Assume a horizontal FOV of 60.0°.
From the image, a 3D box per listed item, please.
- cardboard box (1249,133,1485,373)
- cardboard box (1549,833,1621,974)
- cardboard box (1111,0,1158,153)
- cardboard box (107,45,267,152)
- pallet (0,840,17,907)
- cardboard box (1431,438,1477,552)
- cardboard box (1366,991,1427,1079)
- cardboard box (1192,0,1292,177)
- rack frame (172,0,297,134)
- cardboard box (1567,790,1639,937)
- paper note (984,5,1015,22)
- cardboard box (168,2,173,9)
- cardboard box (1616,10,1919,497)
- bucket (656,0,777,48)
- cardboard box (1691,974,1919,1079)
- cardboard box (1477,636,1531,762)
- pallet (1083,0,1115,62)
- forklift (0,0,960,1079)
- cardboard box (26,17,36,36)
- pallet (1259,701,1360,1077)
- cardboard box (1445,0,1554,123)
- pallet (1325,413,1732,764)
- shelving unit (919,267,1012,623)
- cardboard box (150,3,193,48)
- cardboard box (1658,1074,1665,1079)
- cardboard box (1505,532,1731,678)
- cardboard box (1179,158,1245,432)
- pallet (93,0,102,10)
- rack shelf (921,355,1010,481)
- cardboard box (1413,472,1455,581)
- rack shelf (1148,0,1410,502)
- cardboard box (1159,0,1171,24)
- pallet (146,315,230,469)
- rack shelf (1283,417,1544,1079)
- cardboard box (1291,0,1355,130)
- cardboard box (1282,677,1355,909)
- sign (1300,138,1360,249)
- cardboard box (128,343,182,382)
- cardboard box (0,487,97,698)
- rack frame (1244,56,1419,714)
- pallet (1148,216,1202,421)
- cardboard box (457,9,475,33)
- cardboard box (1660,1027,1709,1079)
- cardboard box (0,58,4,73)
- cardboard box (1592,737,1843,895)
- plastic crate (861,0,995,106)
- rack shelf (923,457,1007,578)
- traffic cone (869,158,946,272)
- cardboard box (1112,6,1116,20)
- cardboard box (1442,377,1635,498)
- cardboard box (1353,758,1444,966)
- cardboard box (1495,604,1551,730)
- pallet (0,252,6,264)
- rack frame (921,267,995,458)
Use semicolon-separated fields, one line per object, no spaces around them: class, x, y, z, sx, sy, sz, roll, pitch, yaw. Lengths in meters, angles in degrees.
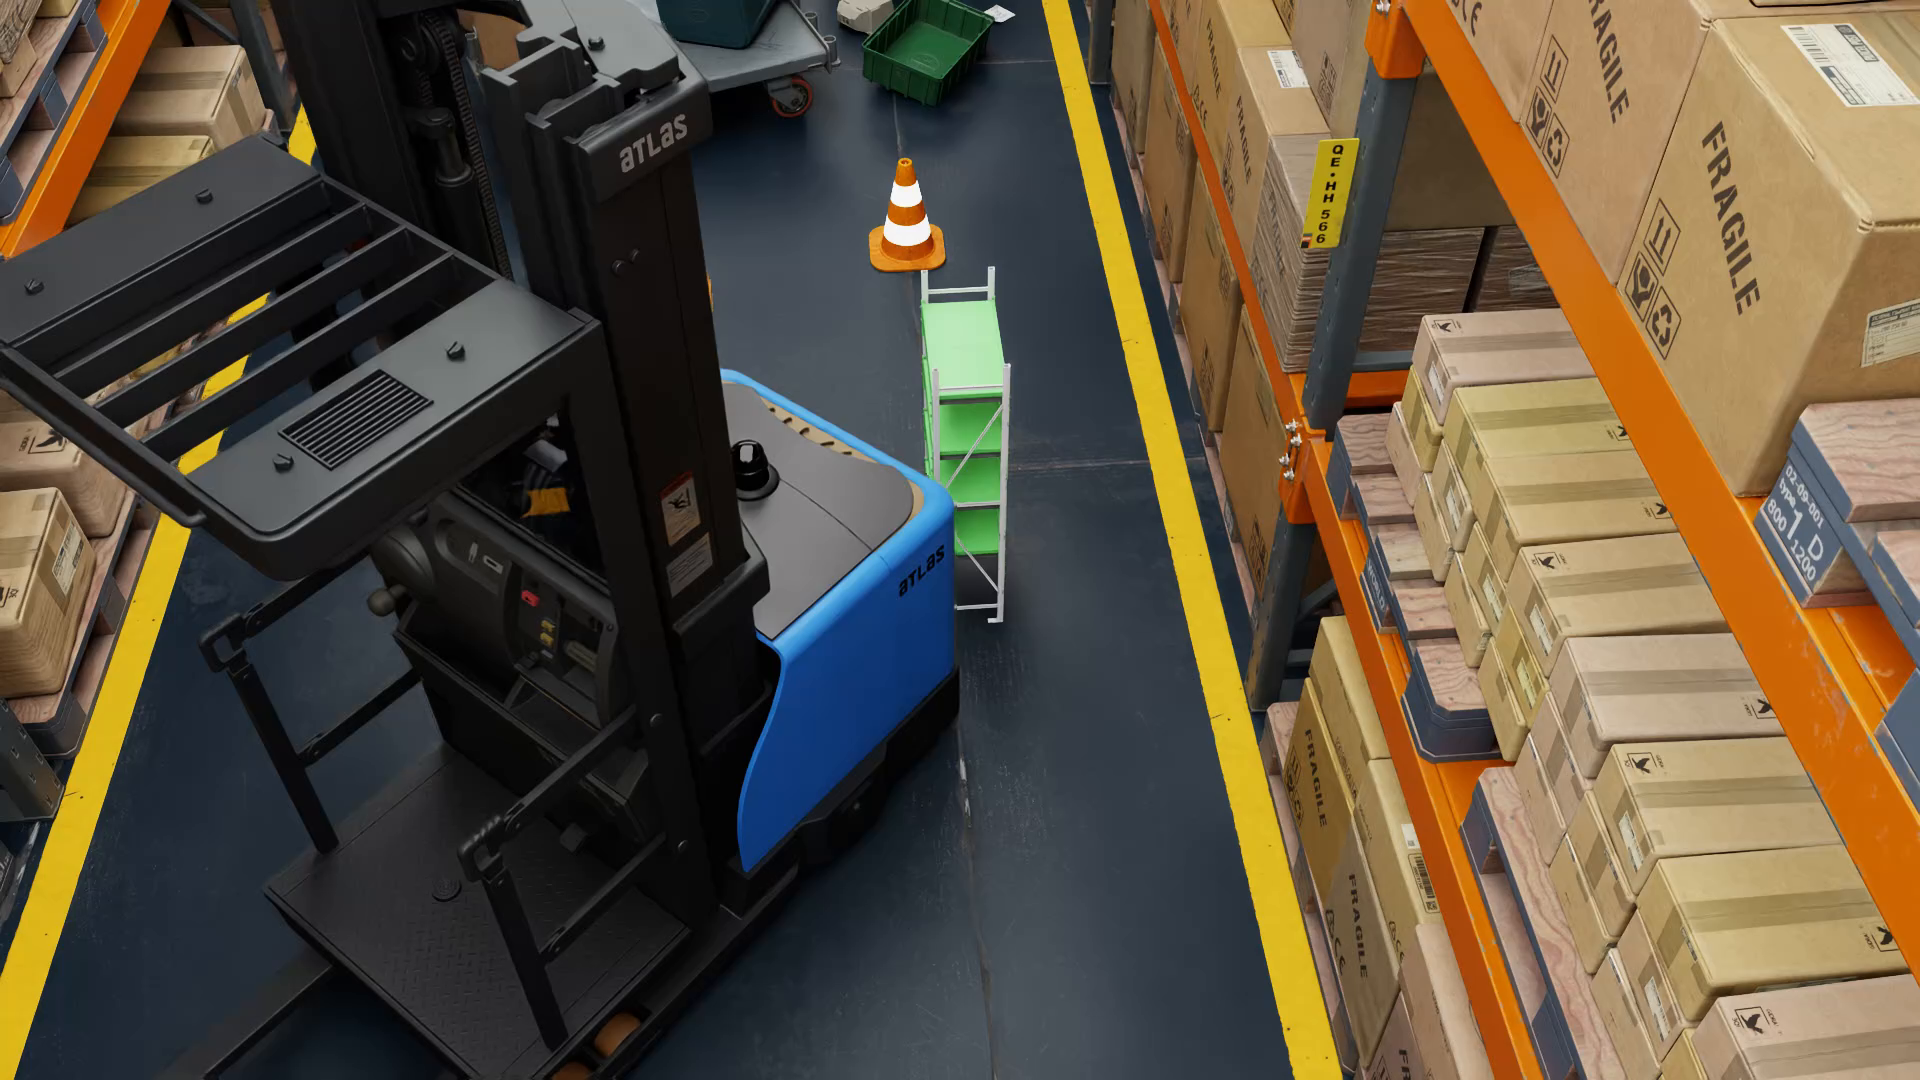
cardboard box;1.183;-0.856;4.926;0.500;0.500;0.500;-3;47;-3
cardboard box;1.438;0.725;3.381;0.380;0.149;0.250;-3;47;-3
cardboard box;1.295;-2.333;7.654;1.050;0.750;0.750;-4;47;-3
cardboard box;-3.724;-1.894;7.498;0.950;0.372;0.625;-3;47;-3
pallet;-3.445;1.396;4.783;1.003;0.211;1.213;-3;47;-3
cardboard box;1.353;-0.114;3.971;0.380;0.149;0.250;-1;47;-1
cardboard box;1.387;1.465;4.229;0.500;0.500;0.500;-5;47;-4
cardboard box;1.101;-1.579;5.610;0.500;0.500;0.500;-4;47;-4
rack frame;-3.771;-3.032;7.056;1.000;3.000;0.127;-3;47;-3
cardboard box;1.438;0.621;3.275;0.380;0.149;0.250;-4;47;-4
paper note;0.195;-2.817;8.896;0.147;0.020;0.142;-36;56;-29
cardboard box;-4.088;-2.901;8.019;0.500;0.500;0.500;-4;47;-4
cardboard box;1.367;-0.426;2.453;0.500;0.500;0.500;-3;47;-3
bucket;-1.155;-2.762;8.007;0.726;0.611;0.620;11;58;10
cardboard box;1.487;0.898;2.808;0.380;0.149;0.250;-5;47;-5
cardboard box;1.394;0.350;3.736;0.380;0.149;0.250;-2;47;-1
pallet;1.168;-3.002;8.948;1.003;0.211;1.213;-3;47;-3
forklift;-1.309;0.214;4.028;1.130;2.935;3.031;30;53;25
cardboard box;-3.462;-1.799;5.772;0.380;0.149;0.250;-5;47;-5
pallet;1.552;1.012;5.146;1.003;0.211;1.213;-3;47;-3
cardboard box;1.271;-1.149;3.137;0.500;0.500;0.500;-3;47;-3
pallet;1.654;0.063;4.257;1.213;0.211;1.003;-3;47;-3
shelving unit;0.014;-0.293;5.701;0.258;1.200;0.503;-3;47;-3
cardboard box;-4.088;-2.643;8.291;0.500;0.250;0.500;-2;47;-1
cardboard box;1.480;1.106;3.020;0.380;0.149;0.250;-2;47;-2
cardboard box;1.397;0.135;3.530;0.380;0.149;0.250;-5;47;-5
cardboard box;1.450;-0.961;6.355;1.050;0.750;0.750;-3;47;-3
pallet;-3.852;-2.405;6.593;1.003;0.211;1.213;-3;47;-3
rack shelf;0.014;-0.414;5.573;0.258;0.148;0.480;-3;47;-3
cardboard box;1.347;-0.040;4.106;0.380;0.149;0.250;-1;47;-1
rack shelf;1.321;-1.712;6.301;1.077;0.370;4.000;-3;47;-3
cardboard box;1.012;-2.317;6.309;0.500;0.500;0.500;-4;47;-4
pallet;-3.599;-0.625;6.697;1.003;0.211;1.213;-3;47;-3
rack shelf;1.656;1.182;3.560;1.077;0.370;4.000;-3;47;-3
cardboard box;1.417;-1.582;4.924;0.700;0.500;0.500;-4;47;-4
cardboard box;1.293;0.730;4.925;0.500;0.500;0.500;-5;47;-5
sign;0.935;-0.874;4.215;0.100;0.325;0.005;-3;47;-3
cardboard box;-3.601;-0.871;6.529;0.950;0.372;0.625;-2;47;-2
cardboard box;-3.473;0.212;5.504;0.950;0.372;0.625;-6;47;-6
rack frame;1.488;-0.512;4.669;1.000;3.000;0.127;-3;47;-3
pallet;1.398;-1.009;7.060;1.003;0.211;1.213;-3;47;-3
cardboard box;-2.505;-3.032;8.775;0.500;0.500;0.500;27;52;23
cardboard box;1.479;0.992;2.923;0.380;0.149;0.250;-3;47;-3
cardboard box;-3.345;-1.519;5.060;0.500;0.500;0.500;-3;47;-3
cardboard box;1.446;0.522;3.164;0.380;0.149;0.250;-2;47;-2
plastic crate;-0.167;-2.505;8.454;0.450;0.188;0.662;25;51;9
rack shelf;0.014;-0.084;5.922;0.258;0.148;0.480;-3;47;-3
traffic cone;-0.239;-1.472;7.325;0.336;0.463;0.334;-3;47;-3
cardboard box;1.171;-3.279;8.464;0.875;0.875;0.875;-3;47;-3
cardboard box;1.359;-0.234;3.880;0.380;0.149;0.250;-5;47;-4
cardboard box;1.347;0.826;4.318;0.500;0.250;0.500;-4;47;-4
cardboard box;1.401;0.261;3.616;0.380;0.149;0.250;-3;47;-3
pallet;-3.602;-0.581;4.867;1.213;0.211;1.003;-3;47;-3
rack frame;-0.007;-0.469;5.868;0.240;1.200;0.015;-3;47;-3
